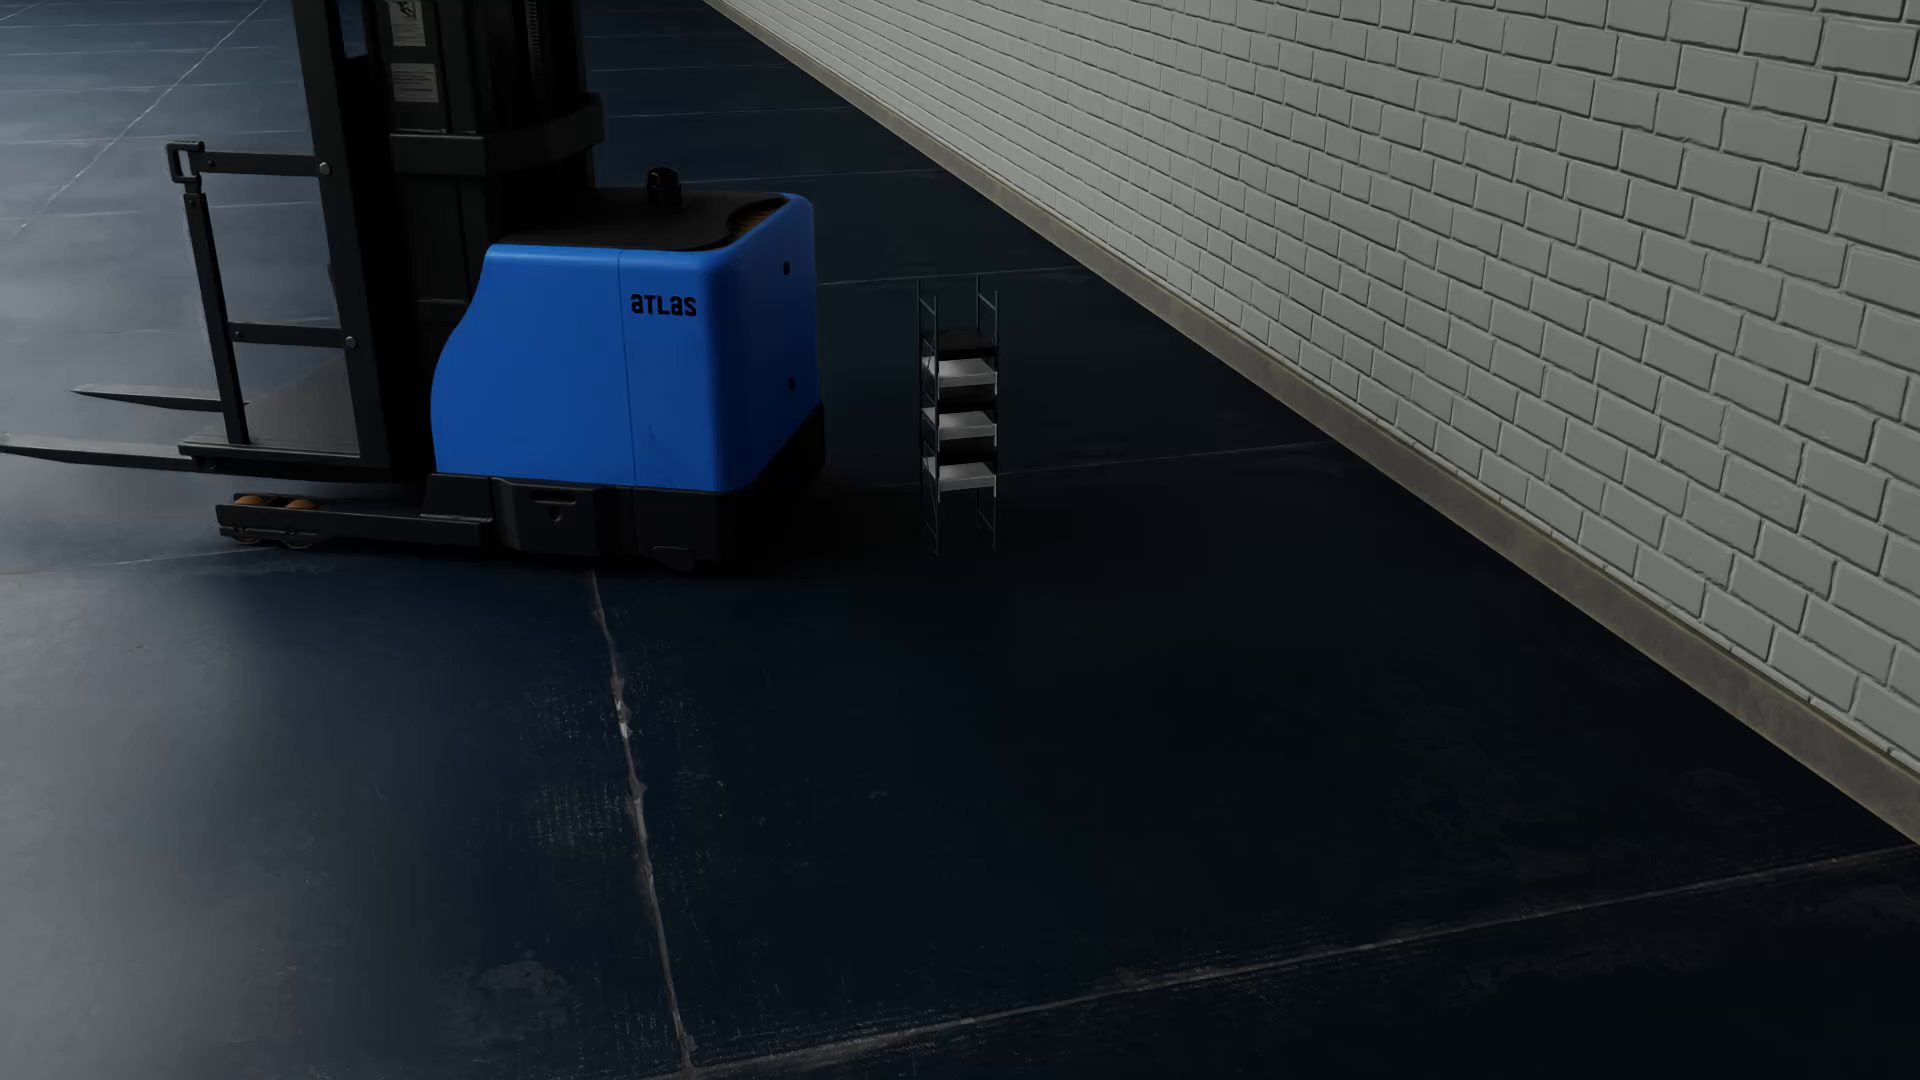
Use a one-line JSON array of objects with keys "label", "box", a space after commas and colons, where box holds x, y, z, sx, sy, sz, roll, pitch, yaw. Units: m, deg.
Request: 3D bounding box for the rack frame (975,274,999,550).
[{"label": "rack frame", "box": [0.090, -0.424, 5.596, 0.006, 0.900, 0.240, -6, 24, -14]}]

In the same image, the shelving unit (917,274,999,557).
[{"label": "shelving unit", "box": [-0.008, -0.413, 5.571, 0.210, 0.900, 0.258, -6, 24, -14]}]

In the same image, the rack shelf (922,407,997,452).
[{"label": "rack shelf", "box": [-0.008, -0.382, 5.584, 0.200, 0.077, 0.258, -6, 24, -14]}]

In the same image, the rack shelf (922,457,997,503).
[{"label": "rack shelf", "box": [-0.008, -0.217, 5.655, 0.200, 0.077, 0.258, -6, 24, -14]}]

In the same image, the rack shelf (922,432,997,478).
[{"label": "rack shelf", "box": [-0.008, -0.299, 5.619, 0.200, 0.077, 0.258, -6, 24, -14]}]

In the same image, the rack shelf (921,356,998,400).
[{"label": "rack shelf", "box": [-0.008, -0.547, 5.513, 0.200, 0.077, 0.258, -6, 24, -14]}]

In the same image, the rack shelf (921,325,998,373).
[{"label": "rack shelf", "box": [-0.008, -0.630, 5.477, 0.200, 0.077, 0.258, -6, 24, -14]}]

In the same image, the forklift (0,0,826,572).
[{"label": "forklift", "box": [-2.073, -1.515, 5.563, 3.031, 2.935, 1.130, 4, 24, 10]}]

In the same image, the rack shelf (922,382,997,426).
[{"label": "rack shelf", "box": [-0.008, -0.465, 5.548, 0.200, 0.077, 0.258, -6, 24, -14]}]

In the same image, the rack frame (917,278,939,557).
[{"label": "rack frame", "box": [-0.106, -0.402, 5.545, 0.006, 0.900, 0.240, -6, 24, -14]}]
